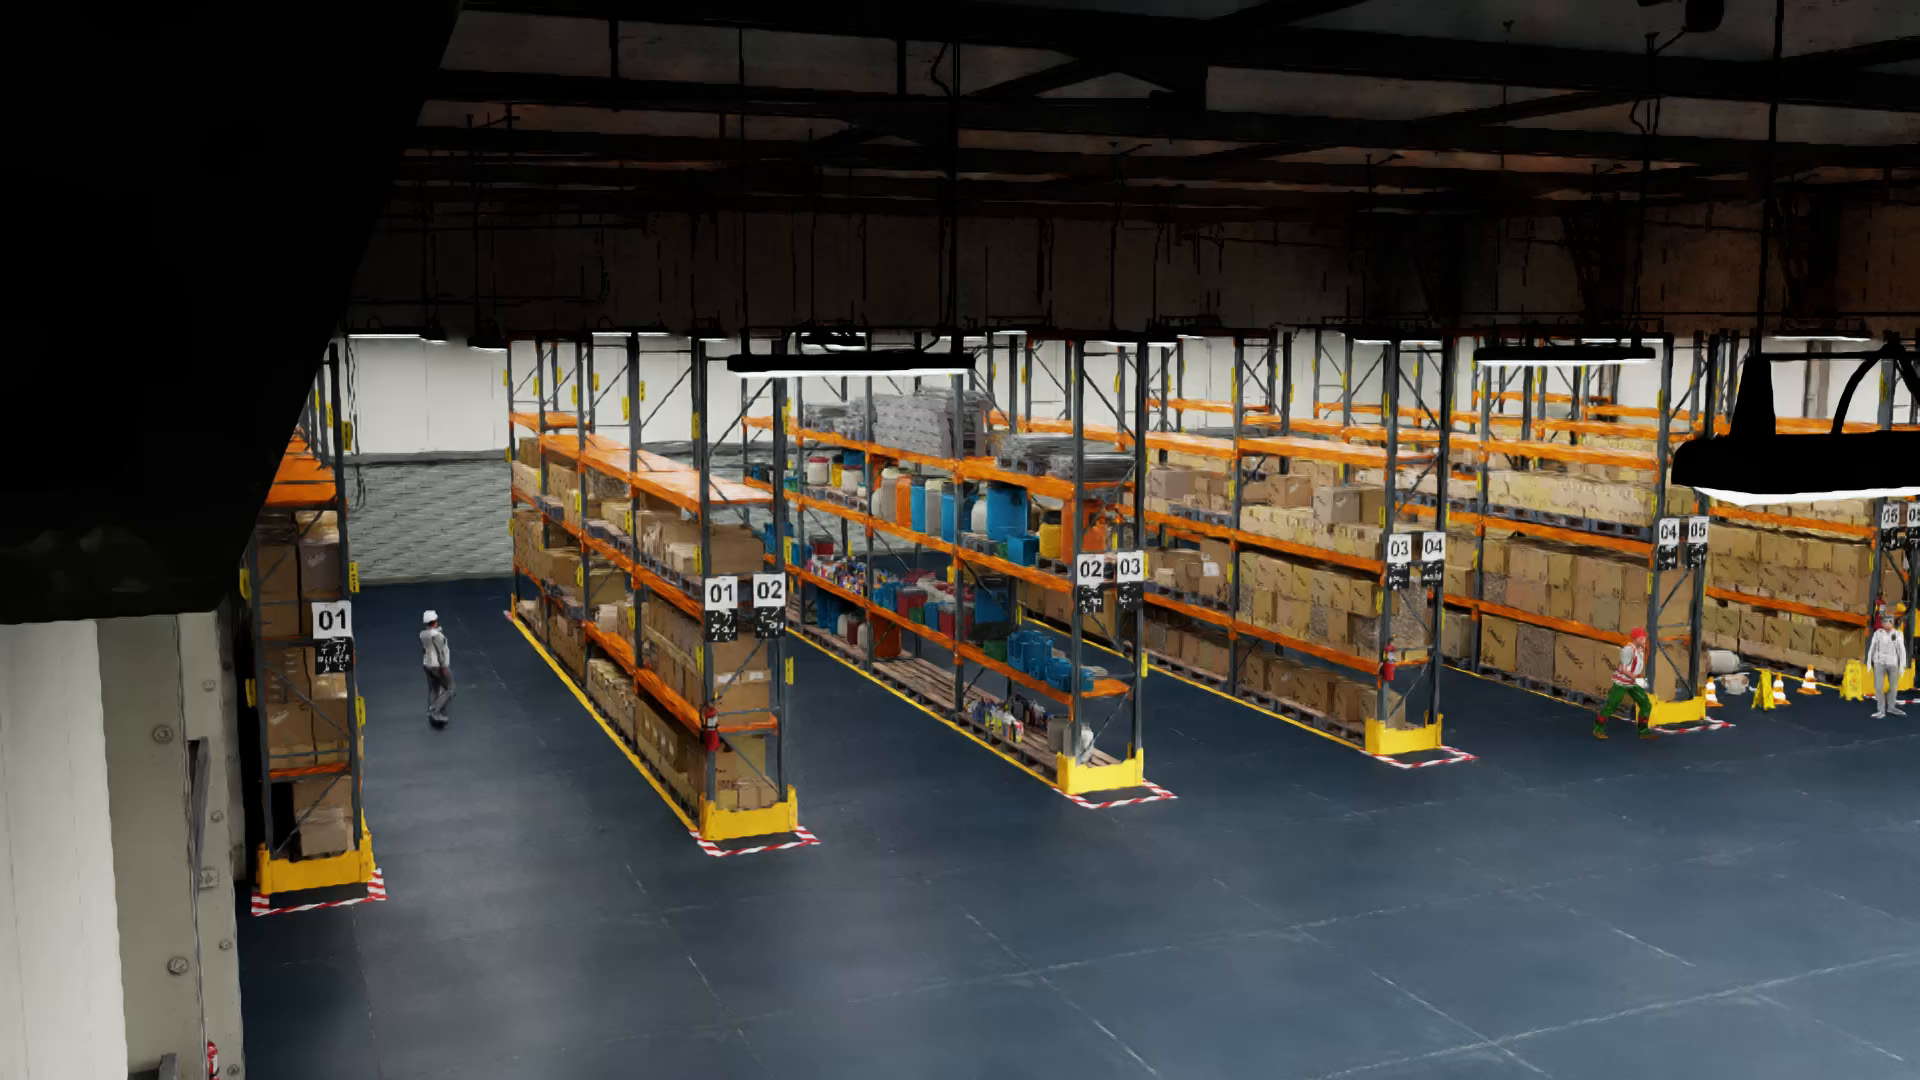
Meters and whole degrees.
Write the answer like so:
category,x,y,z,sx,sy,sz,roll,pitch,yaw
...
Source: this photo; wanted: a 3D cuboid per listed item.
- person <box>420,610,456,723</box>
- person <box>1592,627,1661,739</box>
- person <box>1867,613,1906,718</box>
category,x,y,z,sx,sy,sz,roll,pitch,yaw
person,-8.123,1.962,25.758,0.574,1.760,0.447,7,10,41
person,9.913,2.118,24.702,0.684,1.714,0.845,-6,10,-39
person,14.625,1.965,26.213,0.569,1.654,0.516,5,9,35
